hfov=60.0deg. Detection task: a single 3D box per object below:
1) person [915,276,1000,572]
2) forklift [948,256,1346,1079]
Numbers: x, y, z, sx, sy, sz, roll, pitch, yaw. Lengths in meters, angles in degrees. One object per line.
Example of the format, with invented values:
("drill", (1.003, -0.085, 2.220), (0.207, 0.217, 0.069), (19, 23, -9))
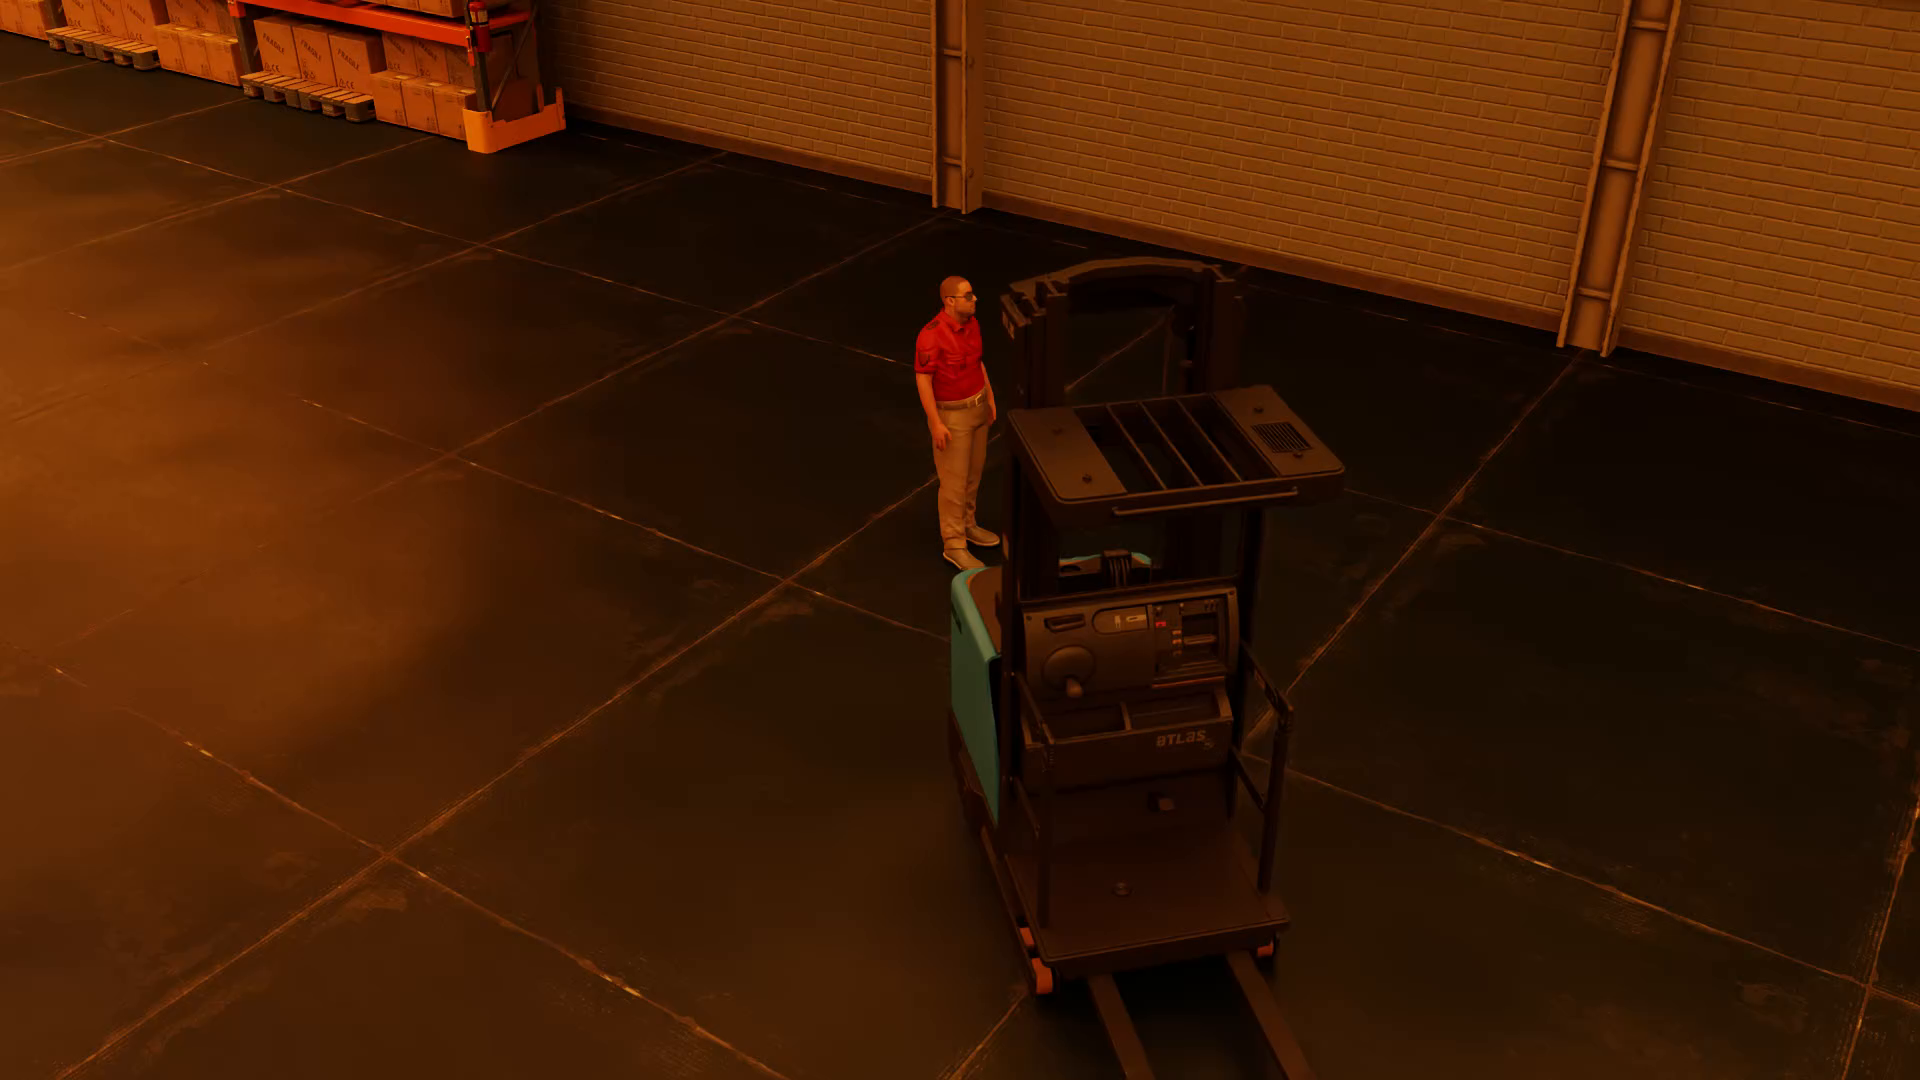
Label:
("person", (0.067, -0.723, 10.010), (0.551, 1.727, 0.640), (19, 35, 29))
("forklift", (0.768, 0.476, 6.761), (1.130, 2.935, 3.031), (-7, 31, -11))
